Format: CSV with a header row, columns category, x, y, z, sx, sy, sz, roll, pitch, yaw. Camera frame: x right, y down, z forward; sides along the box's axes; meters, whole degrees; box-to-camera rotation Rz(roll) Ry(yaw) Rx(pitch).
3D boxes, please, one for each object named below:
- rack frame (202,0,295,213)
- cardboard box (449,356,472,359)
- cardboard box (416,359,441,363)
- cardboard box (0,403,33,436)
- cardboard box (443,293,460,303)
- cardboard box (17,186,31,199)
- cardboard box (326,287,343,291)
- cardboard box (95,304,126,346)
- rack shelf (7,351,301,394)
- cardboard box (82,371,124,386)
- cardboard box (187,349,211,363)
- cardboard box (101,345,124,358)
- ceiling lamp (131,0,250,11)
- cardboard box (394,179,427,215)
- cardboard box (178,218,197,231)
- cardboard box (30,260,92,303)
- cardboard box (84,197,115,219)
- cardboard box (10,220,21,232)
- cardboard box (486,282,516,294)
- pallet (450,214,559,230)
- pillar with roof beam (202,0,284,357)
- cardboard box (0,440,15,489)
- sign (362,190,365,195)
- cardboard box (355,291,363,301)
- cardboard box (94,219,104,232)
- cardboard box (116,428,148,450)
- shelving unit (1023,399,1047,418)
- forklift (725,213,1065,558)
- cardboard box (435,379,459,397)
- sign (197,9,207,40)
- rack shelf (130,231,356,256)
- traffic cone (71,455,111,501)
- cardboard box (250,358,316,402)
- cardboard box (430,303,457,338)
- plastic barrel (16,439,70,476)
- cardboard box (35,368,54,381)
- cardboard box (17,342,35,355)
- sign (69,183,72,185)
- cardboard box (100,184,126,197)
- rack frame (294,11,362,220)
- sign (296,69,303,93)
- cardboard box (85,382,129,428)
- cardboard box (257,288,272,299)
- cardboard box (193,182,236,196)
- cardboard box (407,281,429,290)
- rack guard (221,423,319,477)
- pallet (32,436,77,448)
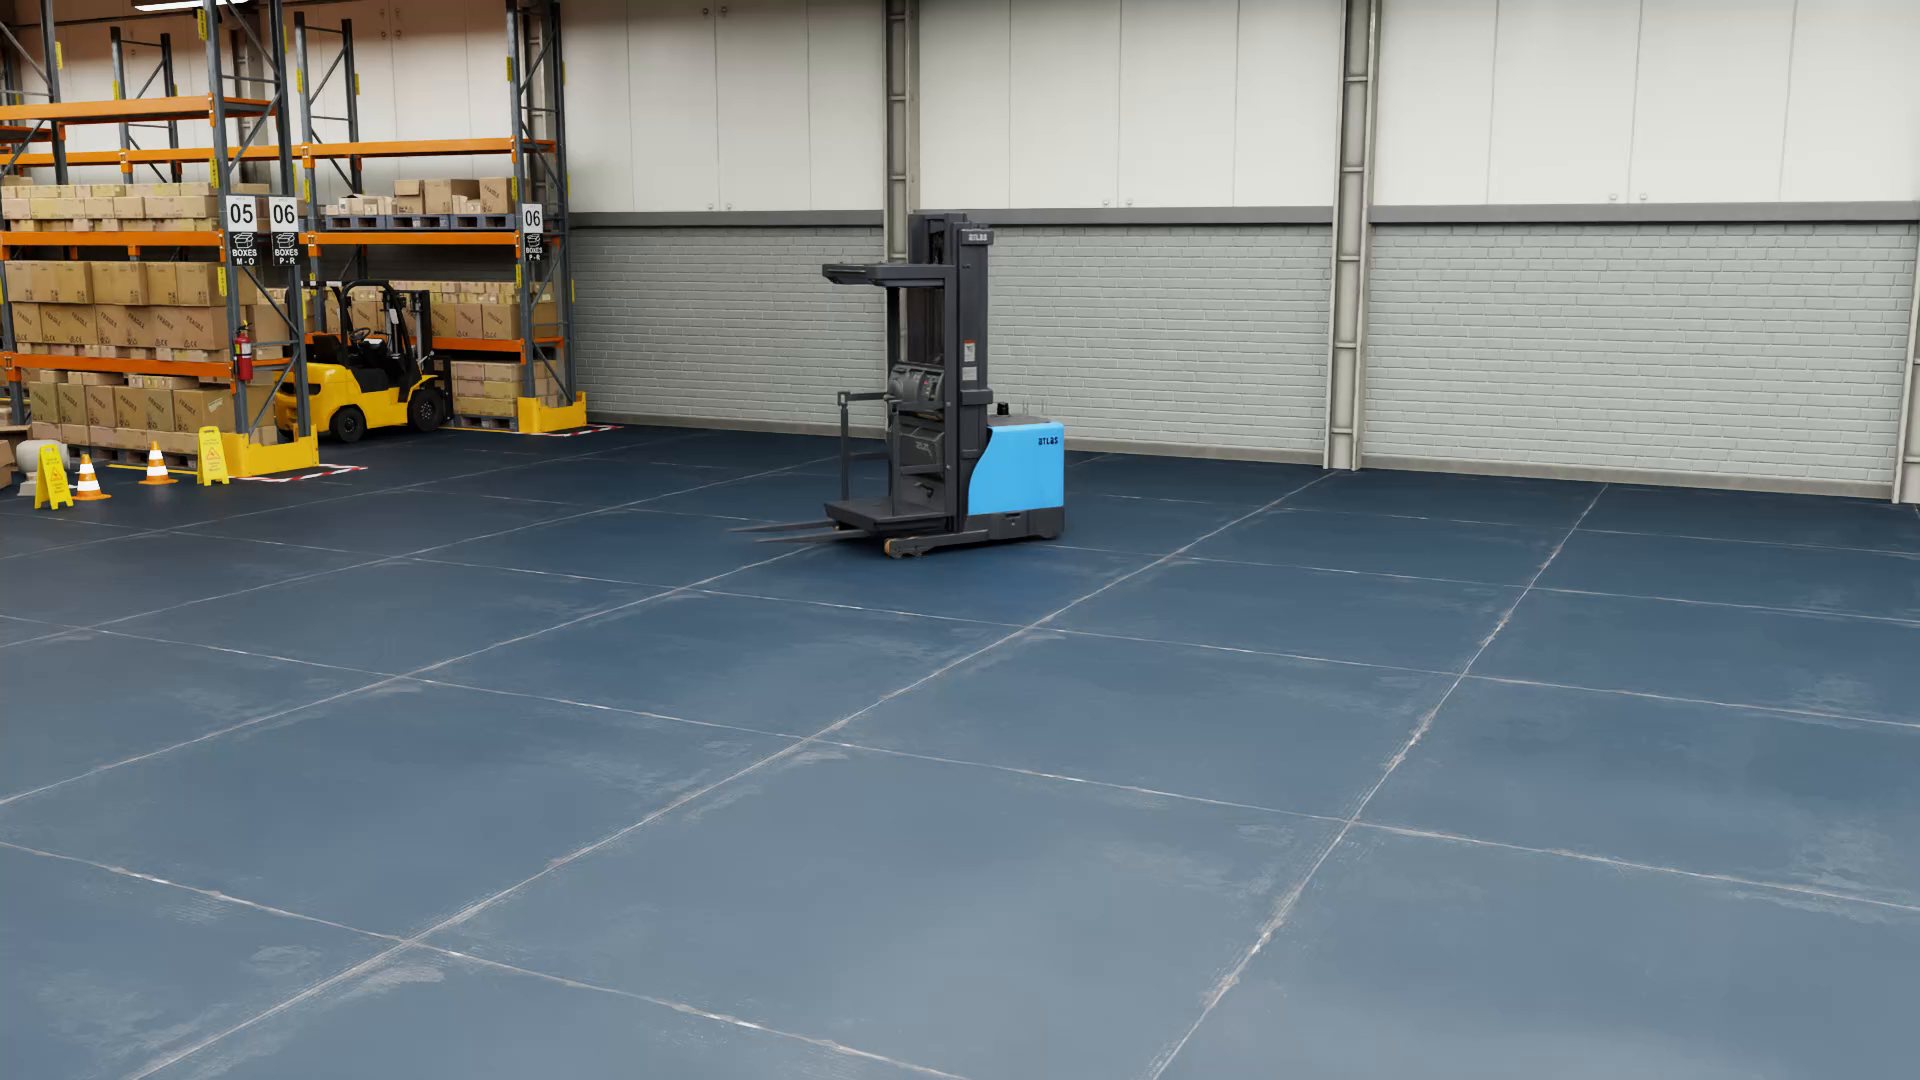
category,x,y,z,sx,sy,sz,roll,pitch,yaw
rack frame,-8.121,-5.252,18.980,0.127,3.000,1.000,5,11,26
cardboard box,-7.625,-2.628,25.062,0.500,0.250,0.500,5,11,25
cardboard box,-7.847,-2.543,24.595,0.500,0.250,0.500,5,11,25
cardboard box,-12.179,-1.569,21.679,0.625,0.372,0.950,5,11,27
cardboard box,-7.288,-3.524,24.178,0.250,0.149,0.380,5,11,24
cardboard box,-11.324,-4.267,20.427,0.250,0.149,0.380,5,12,28
cardboard box,-9.361,-3.850,25.144,0.250,0.149,0.380,5,12,27
cardboard box,-10.070,-2.617,20.152,0.500,0.500,0.500,5,11,26
rack shelf,-9.914,-2.103,20.449,4.000,0.370,1.077,5,11,26
cardboard box,-10.508,-1.987,20.399,0.250,0.149,0.380,6,12,29
cardboard box,-8.827,-2.174,19.523,0.250,0.149,0.380,5,11,25
cardboard box,-10.186,-2.298,20.208,0.250,0.149,0.380,5,11,26
ceiling lamp,-10.364,-8.870,22.584,2.000,3.185,0.800,5,11,26
cardboard box,-7.815,-5.020,24.374,0.637,0.503,0.797,5,12,28
cardboard box,-8.802,-3.650,19.257,0.250,0.149,0.380,5,11,26
cardboard box,-10.961,-3.189,20.507,0.500,0.500,0.700,5,11,26
cardboard box,-10.071,-3.965,19.879,0.500,0.250,0.500,5,11,26
cardboard box,-11.535,-3.903,20.655,0.250,0.149,0.380,5,11,25
cardboard box,-6.577,-3.617,23.853,0.250,0.149,0.380,5,11,26
pallet,-6.551,-4.585,23.968,1.213,0.211,1.003,5,11,26
pillar with roof beam,-13.439,-6.029,23.274,0.548,9.000,9.100,5,11,26
cardboard box,-10.816,-0.805,18.267,0.637,0.503,0.797,-2,11,-14
sign,-9.271,-5.266,25.808,0.005,0.325,0.100,5,11,26
cardboard box,-8.867,-3.673,25.000,0.250,0.149,0.380,5,11,26
cardboard box,-10.152,-3.782,19.986,0.250,0.149,0.380,5,11,26
cardboard box,-9.898,-1.256,20.292,0.500,0.250,0.500,5,11,24
shelving unit,0.715,-0.738,15.938,0.189,1.200,0.258,-1,10,-7
forklift,-0.570,-1.395,14.707,3.031,2.935,1.130,-6,12,-30
cardboard box,-7.420,-2.259,24.429,0.500,0.250,0.500,5,11,25
sign,-8.385,-5.702,18.402,0.005,0.325,0.100,5,11,26
rack shelf,-11.309,-4.688,26.305,4.000,0.370,1.077,5,11,26
traffic cone,-9.264,-0.675,17.662,0.334,0.463,0.336,5,11,26
cardboard box,-10.680,-2.548,26.374,0.625,0.625,0.875,5,11,25
cardboard box,-7.406,-3.221,24.327,0.500,0.500,0.500,5,11,25
plastic barrel,-10.643,-0.953,19.307,0.512,0.421,0.421,-4,11,-23
cardboard box,-15.428,-2.861,28.453,0.500,0.500,0.500,5,11,24
cardboard box,-11.567,-2.415,20.858,0.250,0.149,0.380,5,11,26
sign,-11.475,-4.433,21.425,0.005,0.325,0.100,5,11,26
cardboard box,-9.945,-4.139,19.723,0.250,0.149,0.380,5,12,27
rack frame,-9.515,-6.360,25.103,0.127,3.000,1.000,5,11,26
sign,-9.744,-6.771,24.529,0.005,0.325,0.100,5,11,26
cardboard box,-10.349,-1.667,20.451,0.500,0.500,0.500,6,12,29
cardboard box,-10.857,-3.843,25.940,0.250,0.149,0.380,5,11,24
cardboard box,-8.555,-4.024,19.085,0.250,0.149,0.380,5,11,26
cardboard box,-7.939,-3.745,24.560,0.250,0.149,0.380,5,11,26
rack guard,-8.189,-1.076,19.770,0.348,0.500,1.175,5,11,26
pallet,-12.407,-1.304,21.842,1.213,0.211,1.003,5,11,26
